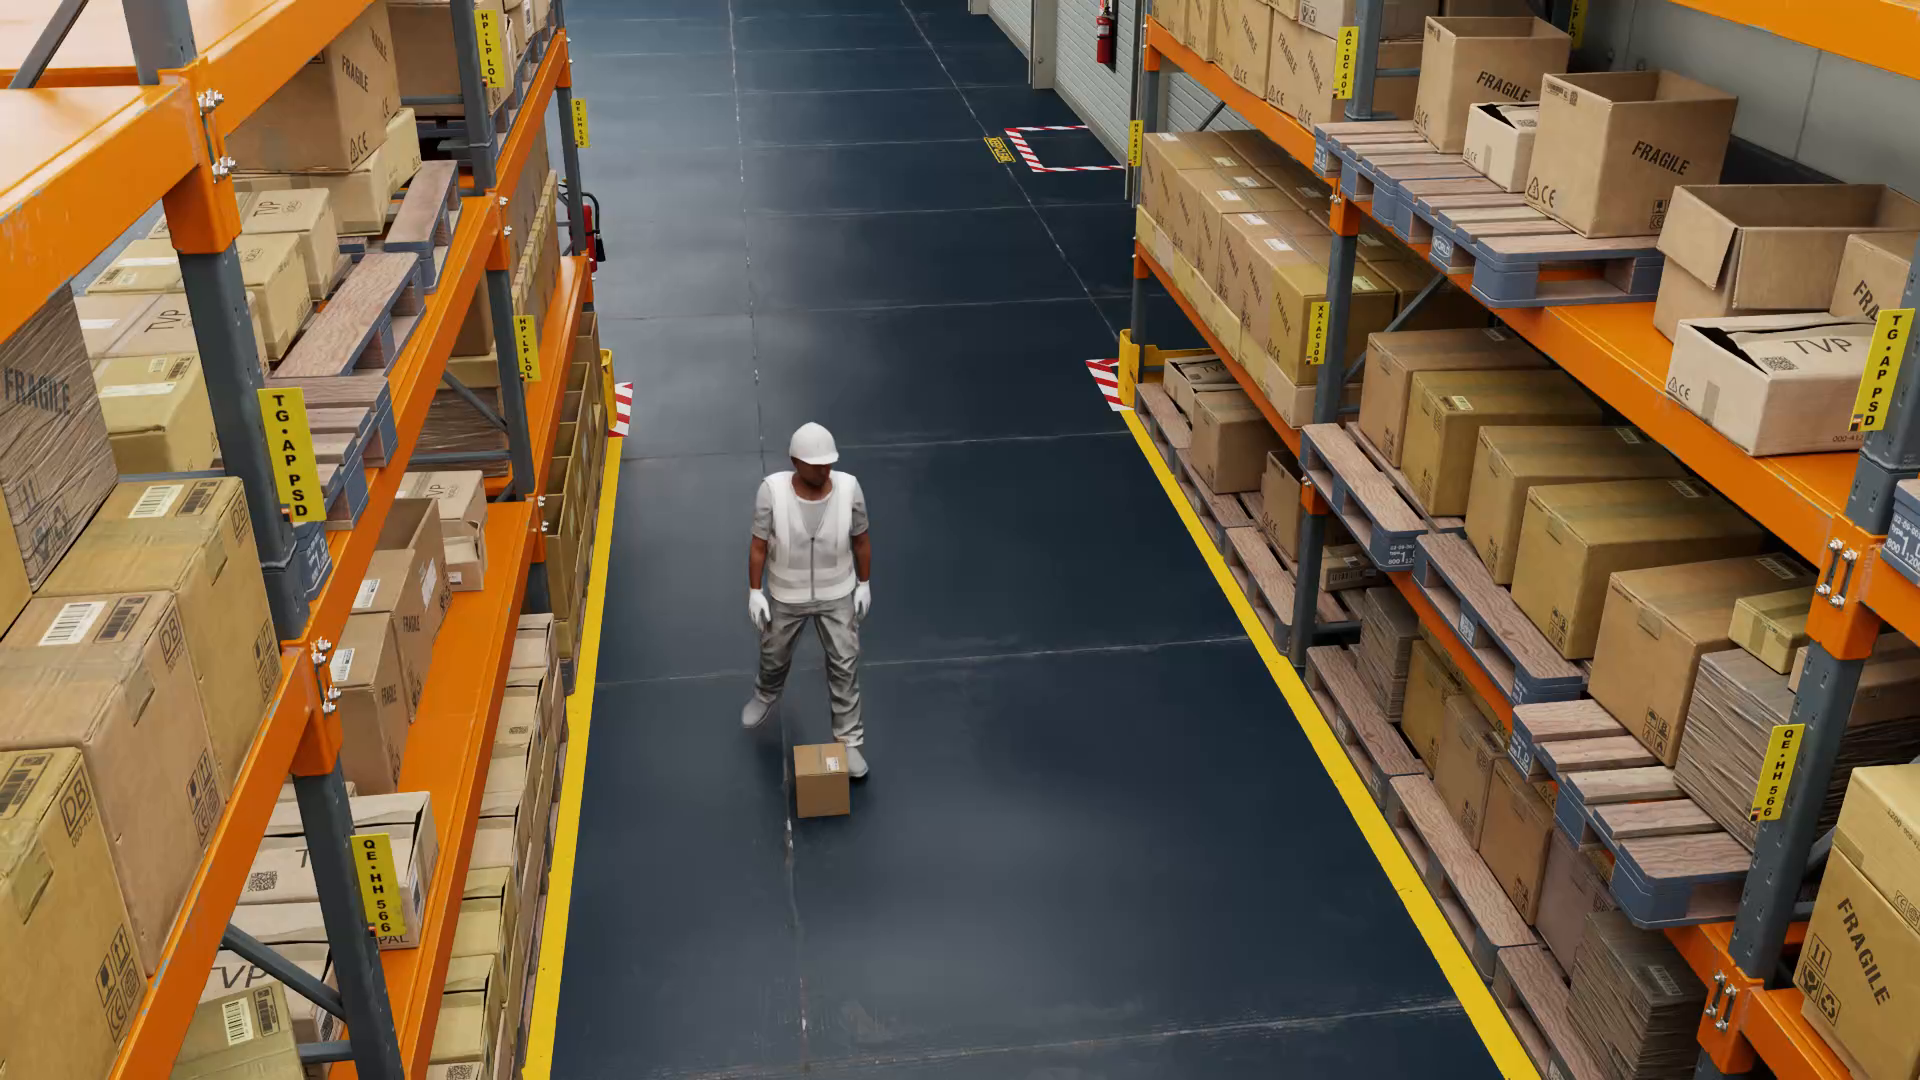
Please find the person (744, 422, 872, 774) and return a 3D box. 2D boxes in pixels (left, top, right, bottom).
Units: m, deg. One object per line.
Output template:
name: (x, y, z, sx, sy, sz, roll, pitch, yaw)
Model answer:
person: (-0.759, 0.263, 8.100, 0.673, 1.810, 0.659, -4, 27, -7)
